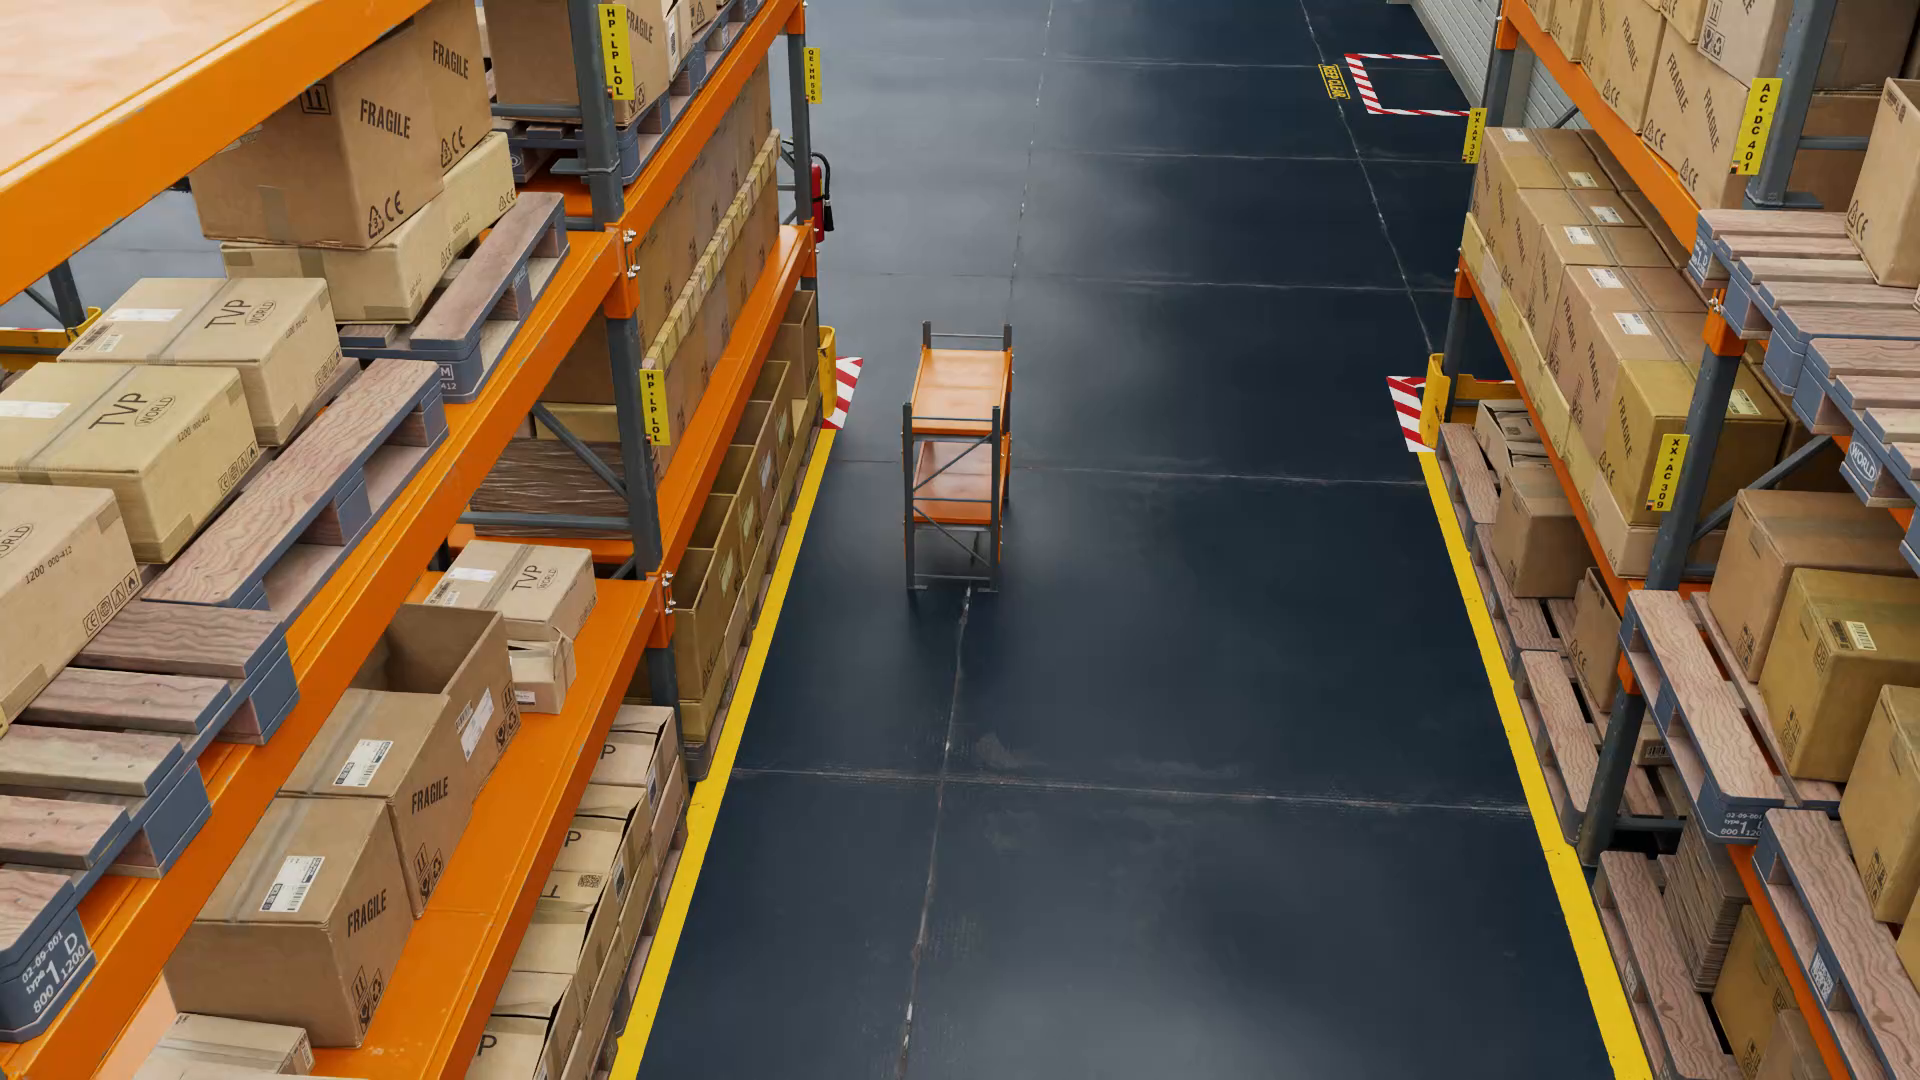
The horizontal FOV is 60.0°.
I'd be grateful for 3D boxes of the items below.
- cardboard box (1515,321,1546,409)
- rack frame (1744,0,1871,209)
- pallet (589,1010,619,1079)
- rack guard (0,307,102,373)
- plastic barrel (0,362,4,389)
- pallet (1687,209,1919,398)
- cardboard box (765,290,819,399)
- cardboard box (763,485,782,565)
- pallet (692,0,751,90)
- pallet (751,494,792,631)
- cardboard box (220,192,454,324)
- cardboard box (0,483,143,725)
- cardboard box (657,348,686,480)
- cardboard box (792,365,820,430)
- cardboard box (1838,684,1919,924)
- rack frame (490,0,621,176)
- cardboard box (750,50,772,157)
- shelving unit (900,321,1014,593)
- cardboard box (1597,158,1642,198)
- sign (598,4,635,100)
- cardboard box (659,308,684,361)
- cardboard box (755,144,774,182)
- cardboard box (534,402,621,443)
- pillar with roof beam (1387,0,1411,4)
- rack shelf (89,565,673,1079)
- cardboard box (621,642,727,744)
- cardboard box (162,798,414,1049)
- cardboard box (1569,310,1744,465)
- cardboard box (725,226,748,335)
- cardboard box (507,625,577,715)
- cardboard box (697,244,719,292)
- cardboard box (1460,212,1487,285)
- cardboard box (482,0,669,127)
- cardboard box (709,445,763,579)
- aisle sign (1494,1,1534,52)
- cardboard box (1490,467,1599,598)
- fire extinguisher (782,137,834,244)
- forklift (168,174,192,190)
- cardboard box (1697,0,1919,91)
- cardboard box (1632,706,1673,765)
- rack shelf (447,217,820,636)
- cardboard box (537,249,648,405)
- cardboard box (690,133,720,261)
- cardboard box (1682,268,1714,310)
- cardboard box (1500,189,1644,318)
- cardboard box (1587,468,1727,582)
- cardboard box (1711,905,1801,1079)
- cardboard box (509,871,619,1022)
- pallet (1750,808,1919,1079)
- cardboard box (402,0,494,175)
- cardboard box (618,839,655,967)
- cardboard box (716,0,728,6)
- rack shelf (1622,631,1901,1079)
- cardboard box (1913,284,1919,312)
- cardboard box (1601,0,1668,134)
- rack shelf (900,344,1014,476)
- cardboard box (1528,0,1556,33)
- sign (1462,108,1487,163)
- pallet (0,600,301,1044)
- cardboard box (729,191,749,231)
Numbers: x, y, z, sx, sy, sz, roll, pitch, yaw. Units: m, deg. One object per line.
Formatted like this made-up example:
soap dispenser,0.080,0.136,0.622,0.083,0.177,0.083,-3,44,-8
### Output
cardboard box,3.055,-0.856,8.184,0.500,0.250,0.500,3,32,4
rack frame,3.205,-2.418,4.876,1.000,3.000,0.127,2,32,4
pallet,-1.851,2.140,5.856,1.003,0.211,1.213,2,32,4
rack guard,-6.303,-1.273,11.119,1.175,0.500,0.348,2,32,4
plastic barrel,-6.321,-1.151,10.510,0.421,0.512,0.421,0,32,0
pallet,3.048,-0.743,5.196,1.213,0.211,1.003,2,32,4
cardboard box,-1.154,-1.199,10.123,0.500,0.500,0.500,2,32,4
cardboard box,-1.267,-0.095,9.047,0.500,0.250,0.500,2,32,4
pallet,-1.587,-2.396,7.785,1.003,0.211,1.213,2,32,4
pallet,-1.530,0.060,9.232,1.003,0.211,1.213,2,32,4
cardboard box,-1.835,-0.856,4.944,0.500,0.250,0.500,0,32,-1
cardboard box,-2.053,0.112,3.374,0.500,0.250,0.500,3,32,5
cardboard box,-1.667,-0.624,7.589,0.700,0.500,0.500,2,32,3
cardboard box,-1.156,-0.880,10.320,0.500,0.250,0.500,2,32,4
cardboard box,3.054,0.809,4.845,0.700,0.500,0.500,7,32,11
rack frame,-1.733,-2.627,5.216,1.000,3.000,0.127,2,32,4
cardboard box,-1.462,-2.489,9.378,0.700,0.500,0.500,3,32,4
shelving unit,-0.001,-0.475,9.229,0.538,1.125,1.048,2,32,4
cardboard box,3.653,-1.701,8.840,0.500,0.500,0.500,3,32,5
sign,-1.191,-1.686,5.756,0.100,0.325,0.005,2,32,4
cardboard box,-1.458,-0.928,7.463,0.380,0.149,0.250,2,32,4
cardboard box,-1.268,-2.139,9.428,0.380,0.149,0.250,3,32,5
cardboard box,-1.518,-0.524,6.809,0.380,0.149,0.250,2,32,4
pillar with roof beam,1.022,-10.565,18.097,9.100,9.000,0.400,2,32,4
rack shelf,-1.896,1.279,5.282,1.077,0.370,4.000,2,32,4
cardboard box,-1.393,0.689,7.774,0.500,0.250,0.500,2,32,4
cardboard box,-1.938,1.097,4.795,0.500,0.500,0.500,1,32,1
cardboard box,2.970,-0.649,7.134,0.500,0.500,0.500,2,32,4
cardboard box,-1.542,-1.430,8.896,0.700,0.500,0.500,3,32,4
cardboard box,-1.621,0.451,6.067,0.396,0.266,0.258,2,32,3
cardboard box,-1.395,-1.335,8.123,0.380,0.149,0.250,2,32,4
cardboard box,3.174,-1.658,9.486,0.500,0.250,0.500,2,32,3
cardboard box,-1.429,-1.884,6.239,0.500,0.500,0.500,5,32,8
cardboard box,-1.302,-0.153,8.425,0.500,0.500,0.500,2,32,4
aisle sign,3.237,-3.113,9.244,0.394,0.787,0.004,2,32,4
cardboard box,3.228,-0.041,8.701,0.700,0.500,0.500,1,32,1
fire extinguisher,-0.935,-2.174,10.273,0.296,0.674,0.183,2,32,4
forklift,-3.165,-1.062,8.460,1.130,2.935,3.031,4,32,6
cardboard box,2.975,-1.891,5.813,0.500,0.500,0.500,0,32,0
cardboard box,3.218,0.874,7.534,0.380,0.166,0.250,-2,32,-2
rack shelf,-1.570,-0.813,8.676,1.077,0.370,4.000,2,32,4
cardboard box,-1.703,-0.901,6.801,0.700,0.500,0.500,3,32,4
cardboard box,-1.581,-1.688,8.078,0.700,0.500,0.500,2,32,4
cardboard box,3.543,-0.895,7.533,0.500,0.500,0.500,3,32,5
cardboard box,3.093,-1.455,8.441,0.500,0.500,0.500,1,32,2
cardboard box,2.941,-0.069,6.907,0.500,0.250,0.500,3,32,4
cardboard box,3.169,1.671,5.923,0.700,0.500,0.500,2,32,3
cardboard box,-1.559,1.437,6.026,0.500,0.311,0.500,2,32,4
pallet,2.999,1.273,4.789,1.003,0.211,1.213,2,32,4
cardboard box,-1.822,-1.464,5.215,0.500,0.500,0.500,3,32,5
cardboard box,-1.521,1.412,6.601,0.500,0.250,0.500,2,32,3
cardboard box,-1.283,-2.738,7.807,0.500,0.311,0.500,6,32,10
rack shelf,3.042,1.488,4.942,1.077,0.370,4.000,2,32,4
cardboard box,3.030,-0.677,4.596,0.500,0.311,0.500,3,32,6
cardboard box,3.061,-2.022,6.978,0.500,0.500,0.500,1,32,2
rack shelf,-0.001,-0.725,9.076,0.538,0.278,1.000,2,32,4
cardboard box,3.175,-2.840,8.306,0.500,0.500,0.500,4,32,7
sign,2.989,-2.347,9.655,0.100,0.325,0.005,2,32,4
pallet,-2.092,0.463,3.241,1.213,0.211,1.003,4,32,6
cardboard box,-1.333,-1.736,8.775,0.380,0.149,0.250,3,32,6
